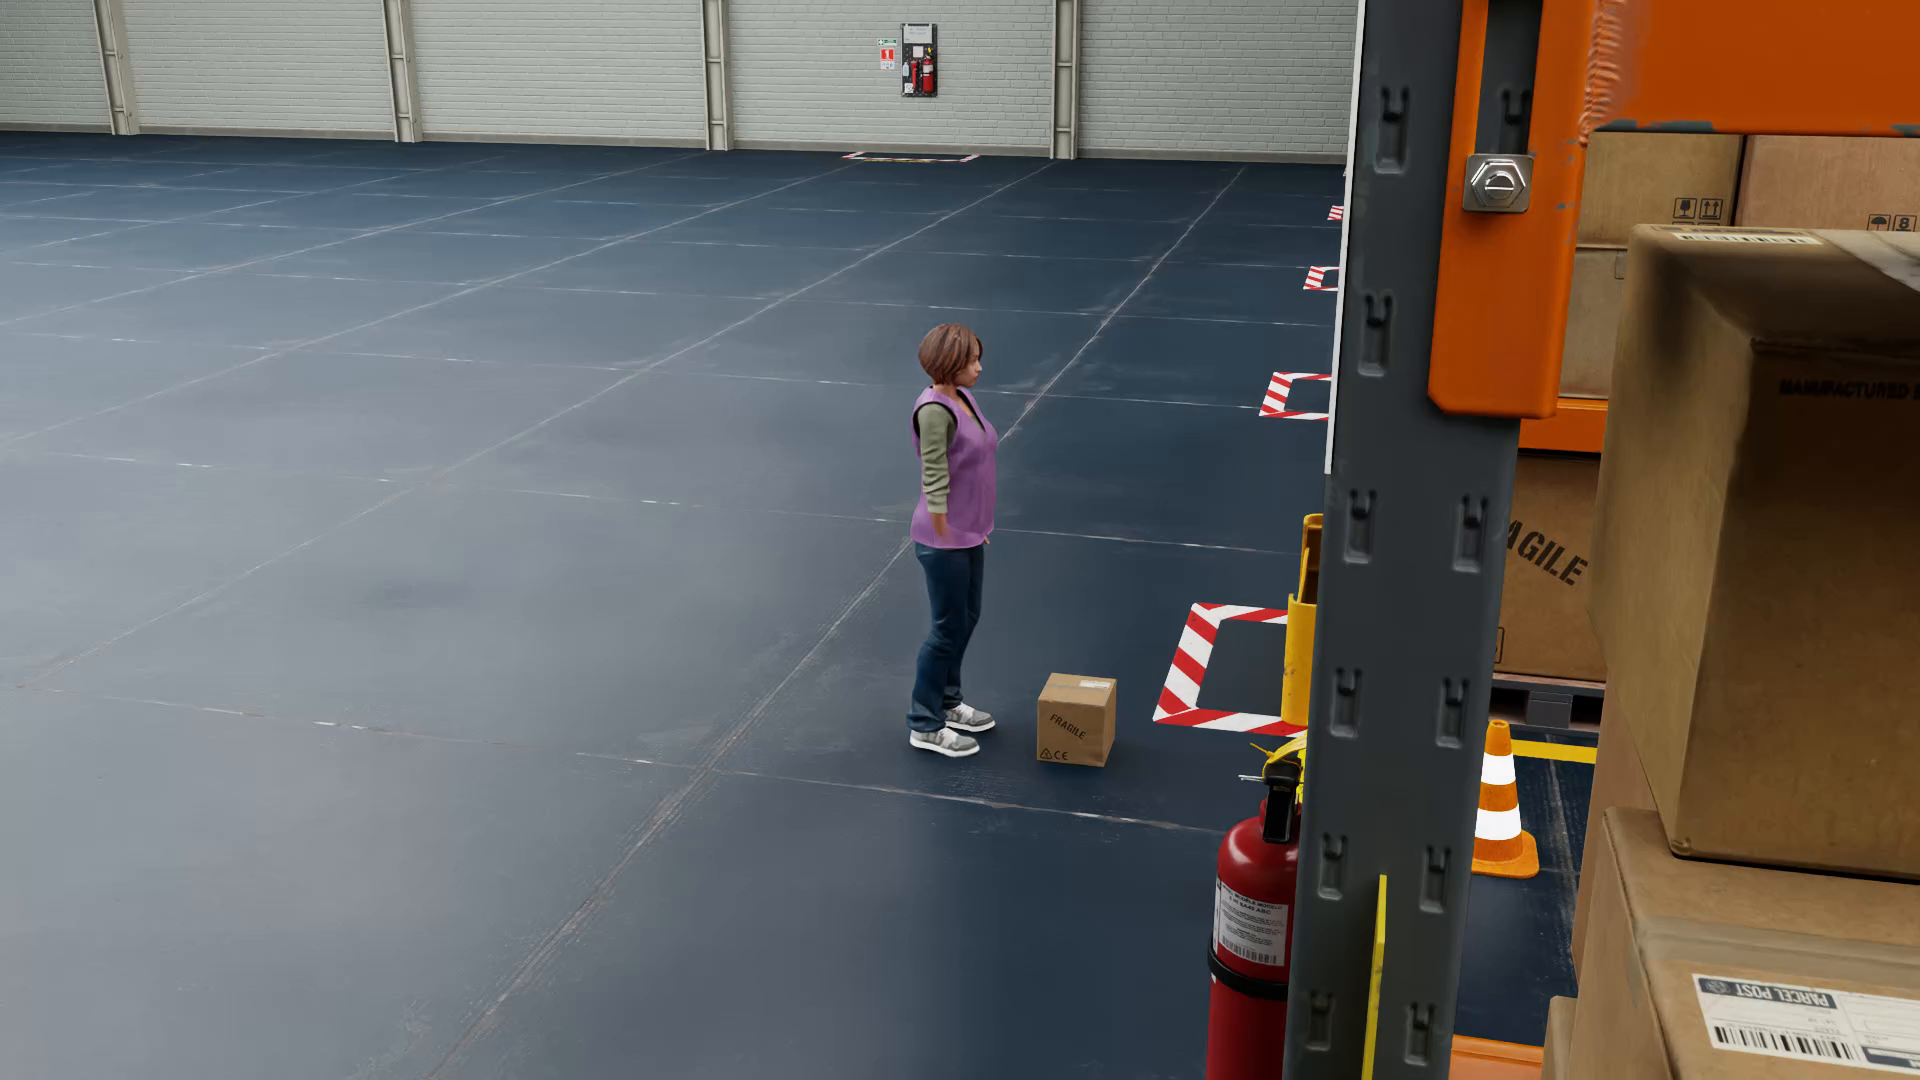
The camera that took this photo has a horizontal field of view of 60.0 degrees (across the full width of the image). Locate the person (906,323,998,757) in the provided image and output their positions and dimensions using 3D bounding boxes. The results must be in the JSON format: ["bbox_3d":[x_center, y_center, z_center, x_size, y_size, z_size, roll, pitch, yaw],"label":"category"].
[{"bbox_3d":[-0.027,-0.007,6.107,0.310,1.597,0.406,5,19,15],"label":"person"}]
